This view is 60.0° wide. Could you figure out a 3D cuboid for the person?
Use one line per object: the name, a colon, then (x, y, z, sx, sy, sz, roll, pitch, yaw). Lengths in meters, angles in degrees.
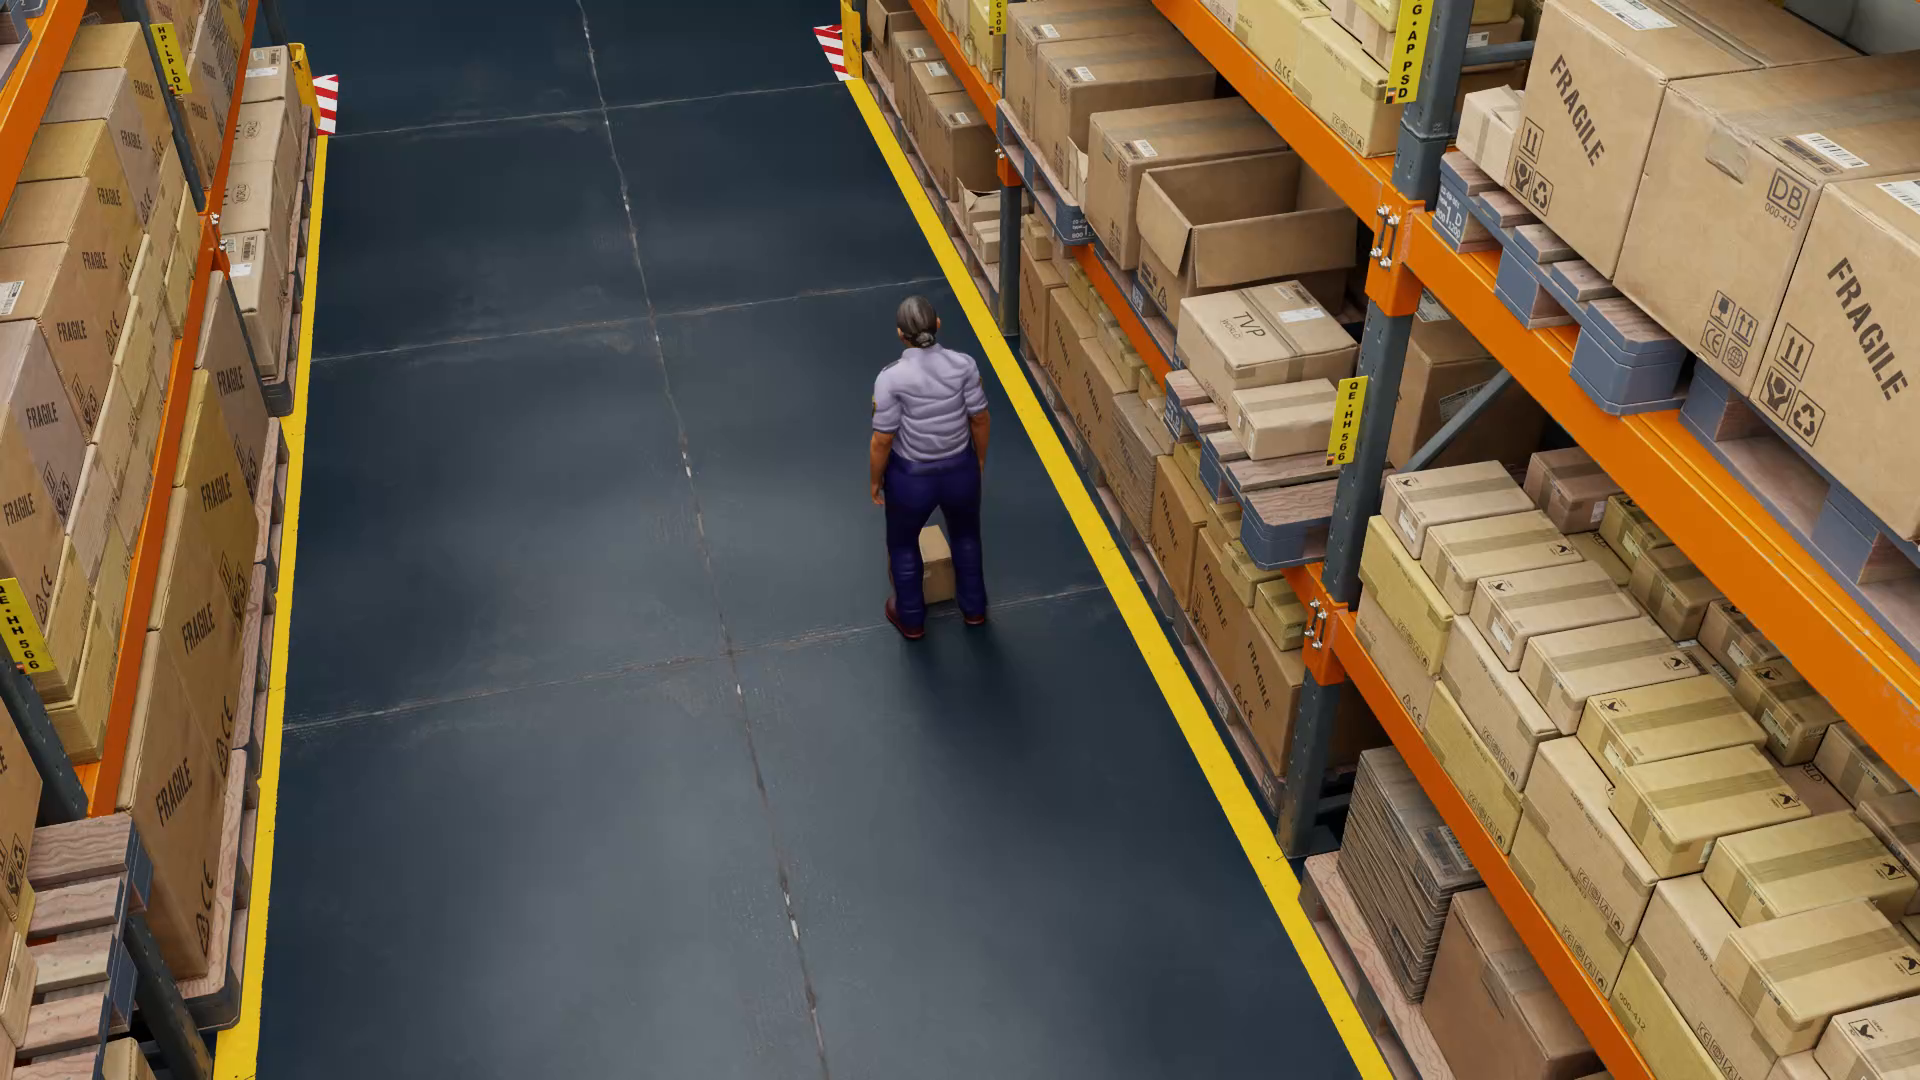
person: (-0.116, -0.280, 7.084, 0.554, 1.637, 0.366, -10, 40, -13)
